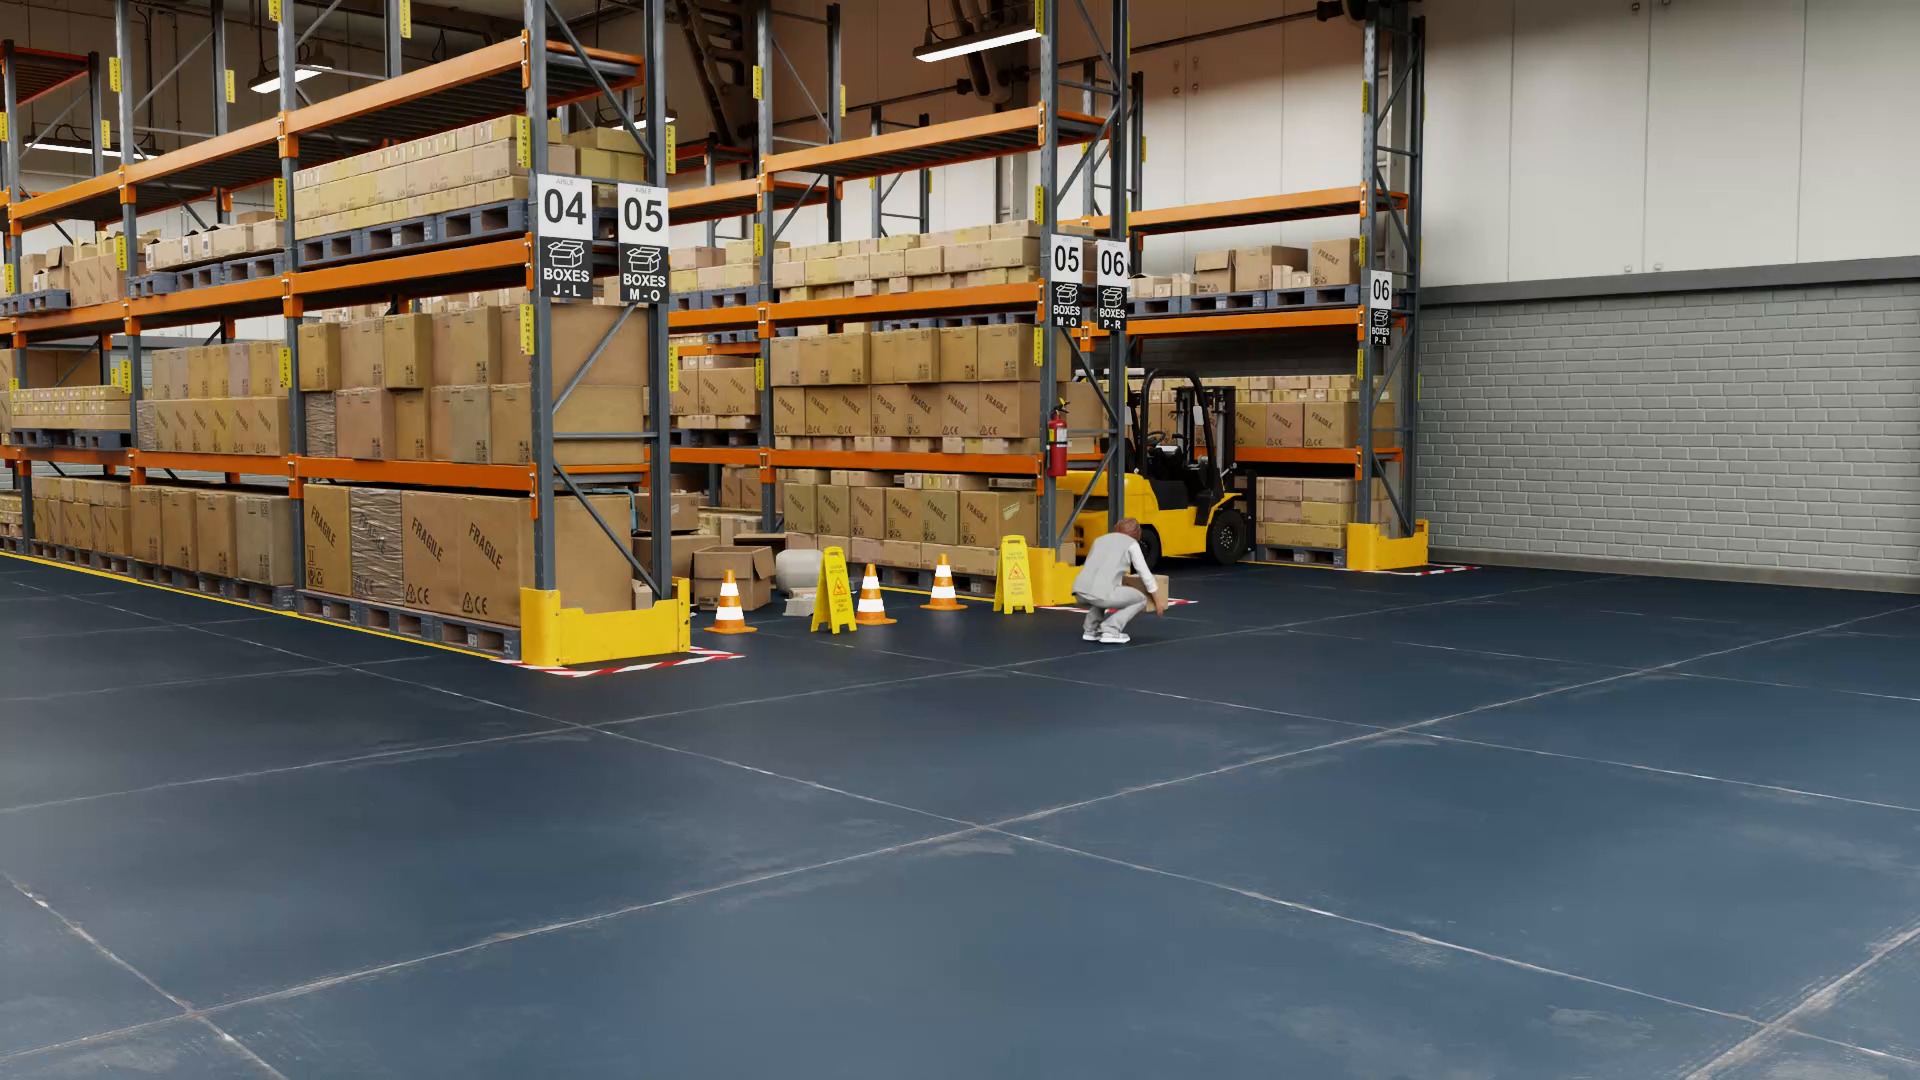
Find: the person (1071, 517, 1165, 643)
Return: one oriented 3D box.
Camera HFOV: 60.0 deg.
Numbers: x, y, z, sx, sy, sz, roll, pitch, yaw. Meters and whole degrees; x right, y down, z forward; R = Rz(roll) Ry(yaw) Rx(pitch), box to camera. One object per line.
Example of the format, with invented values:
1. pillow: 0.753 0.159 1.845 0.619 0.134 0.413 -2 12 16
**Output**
1. person: 1.142 0.291 12.162 0.817 0.899 0.433 -4 6 -44
